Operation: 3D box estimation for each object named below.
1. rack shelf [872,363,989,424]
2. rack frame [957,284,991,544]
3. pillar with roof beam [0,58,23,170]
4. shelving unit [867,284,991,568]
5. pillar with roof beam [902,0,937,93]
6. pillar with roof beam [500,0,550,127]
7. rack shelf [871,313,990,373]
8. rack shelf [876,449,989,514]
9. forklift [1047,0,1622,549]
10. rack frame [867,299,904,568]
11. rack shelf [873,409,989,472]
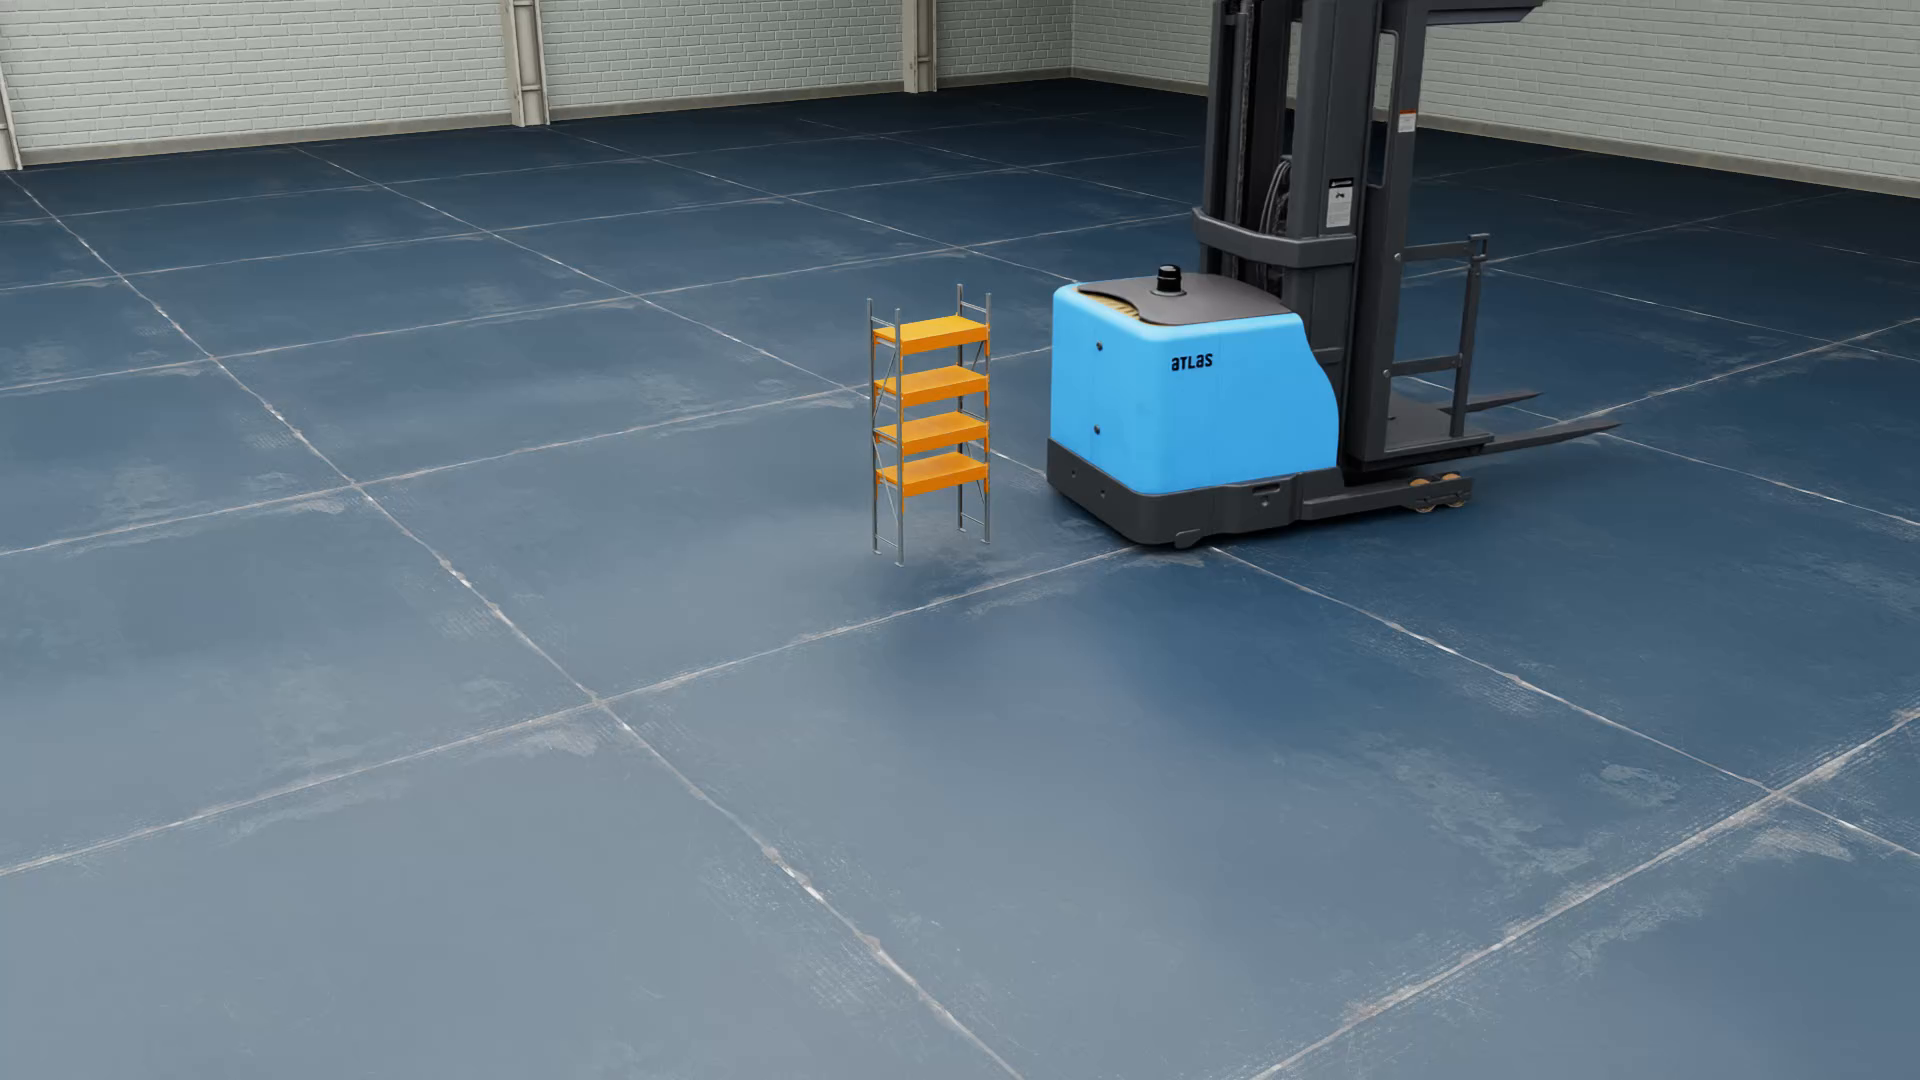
[{"bbox_3d":[-0.134,-0.667,7.526,0.480,0.148,0.258,-15,26,-33],"label":"rack shelf"},{"bbox_3d":[0.064,-0.574,7.717,0.015,1.200,0.240,-15,26,-33],"label":"rack frame"},{"bbox_3d":[-7.812,-6.875,12.983,0.400,9.000,9.100,-15,26,-33],"label":"pillar with roof beam"},{"bbox_3d":[-0.134,-0.521,7.584,0.503,1.200,0.258,-15,26,-33],"label":"shelving unit"},{"bbox_3d":[1.929,-9.472,19.492,0.400,9.000,9.100,-15,26,-33],"label":"pillar with roof beam"},{"bbox_3d":[-2.942,-8.173,16.237,0.400,9.000,9.100,-15,26,-33],"label":"pillar with roof beam"},{"bbox_3d":[-0.134,-0.886,7.439,0.480,0.148,0.258,-15,26,-33],"label":"rack shelf"},{"bbox_3d":[-0.134,-0.275,7.683,0.480,0.148,0.258,-15,26,-33],"label":"rack shelf"},{"bbox_3d":[2.005,-1.664,8.110,3.031,2.935,1.130,-9,24,-22],"label":"forklift"},{"bbox_3d":[-0.332,-0.469,7.452,0.015,1.200,0.240,-15,26,-33],"label":"rack frame"},{"bbox_3d":[-0.134,-0.459,7.609,0.480,0.148,0.258,-15,26,-33],"label":"rack shelf"}]
